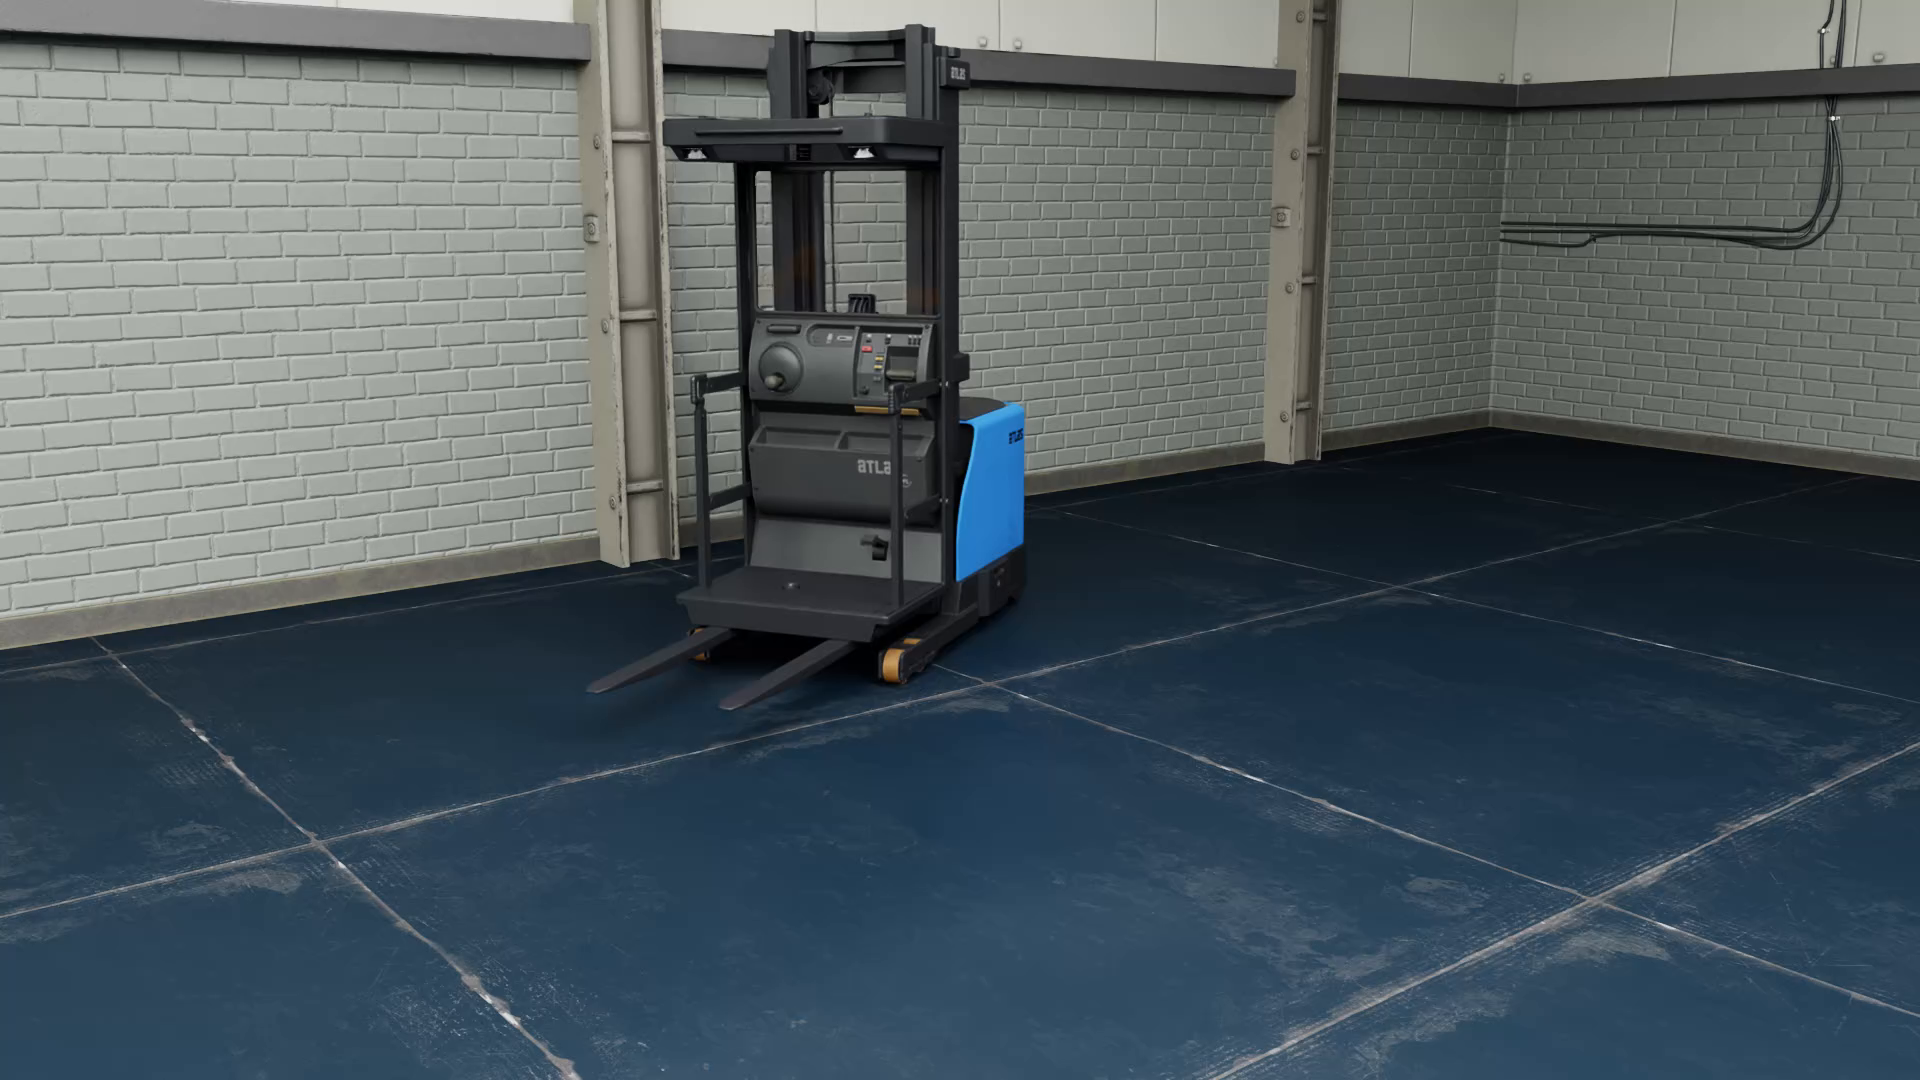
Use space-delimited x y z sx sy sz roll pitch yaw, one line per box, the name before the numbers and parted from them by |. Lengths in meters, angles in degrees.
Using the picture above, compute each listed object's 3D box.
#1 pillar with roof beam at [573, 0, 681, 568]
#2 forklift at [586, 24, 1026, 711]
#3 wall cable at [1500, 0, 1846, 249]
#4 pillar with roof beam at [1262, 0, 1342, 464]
pillar with roof beam | 0.745 -3.589 5.867 0.400 9.000 9.100 -9 15 -38
forklift | -0.647 -0.876 7.695 1.130 2.935 3.031 5 13 21
wall cable | 5.867 -3.715 13.935 0.112 2.526 3.097 -9 15 -38
pillar with roof beam | 5.430 -4.368 9.534 0.400 9.000 9.100 -9 15 -38
